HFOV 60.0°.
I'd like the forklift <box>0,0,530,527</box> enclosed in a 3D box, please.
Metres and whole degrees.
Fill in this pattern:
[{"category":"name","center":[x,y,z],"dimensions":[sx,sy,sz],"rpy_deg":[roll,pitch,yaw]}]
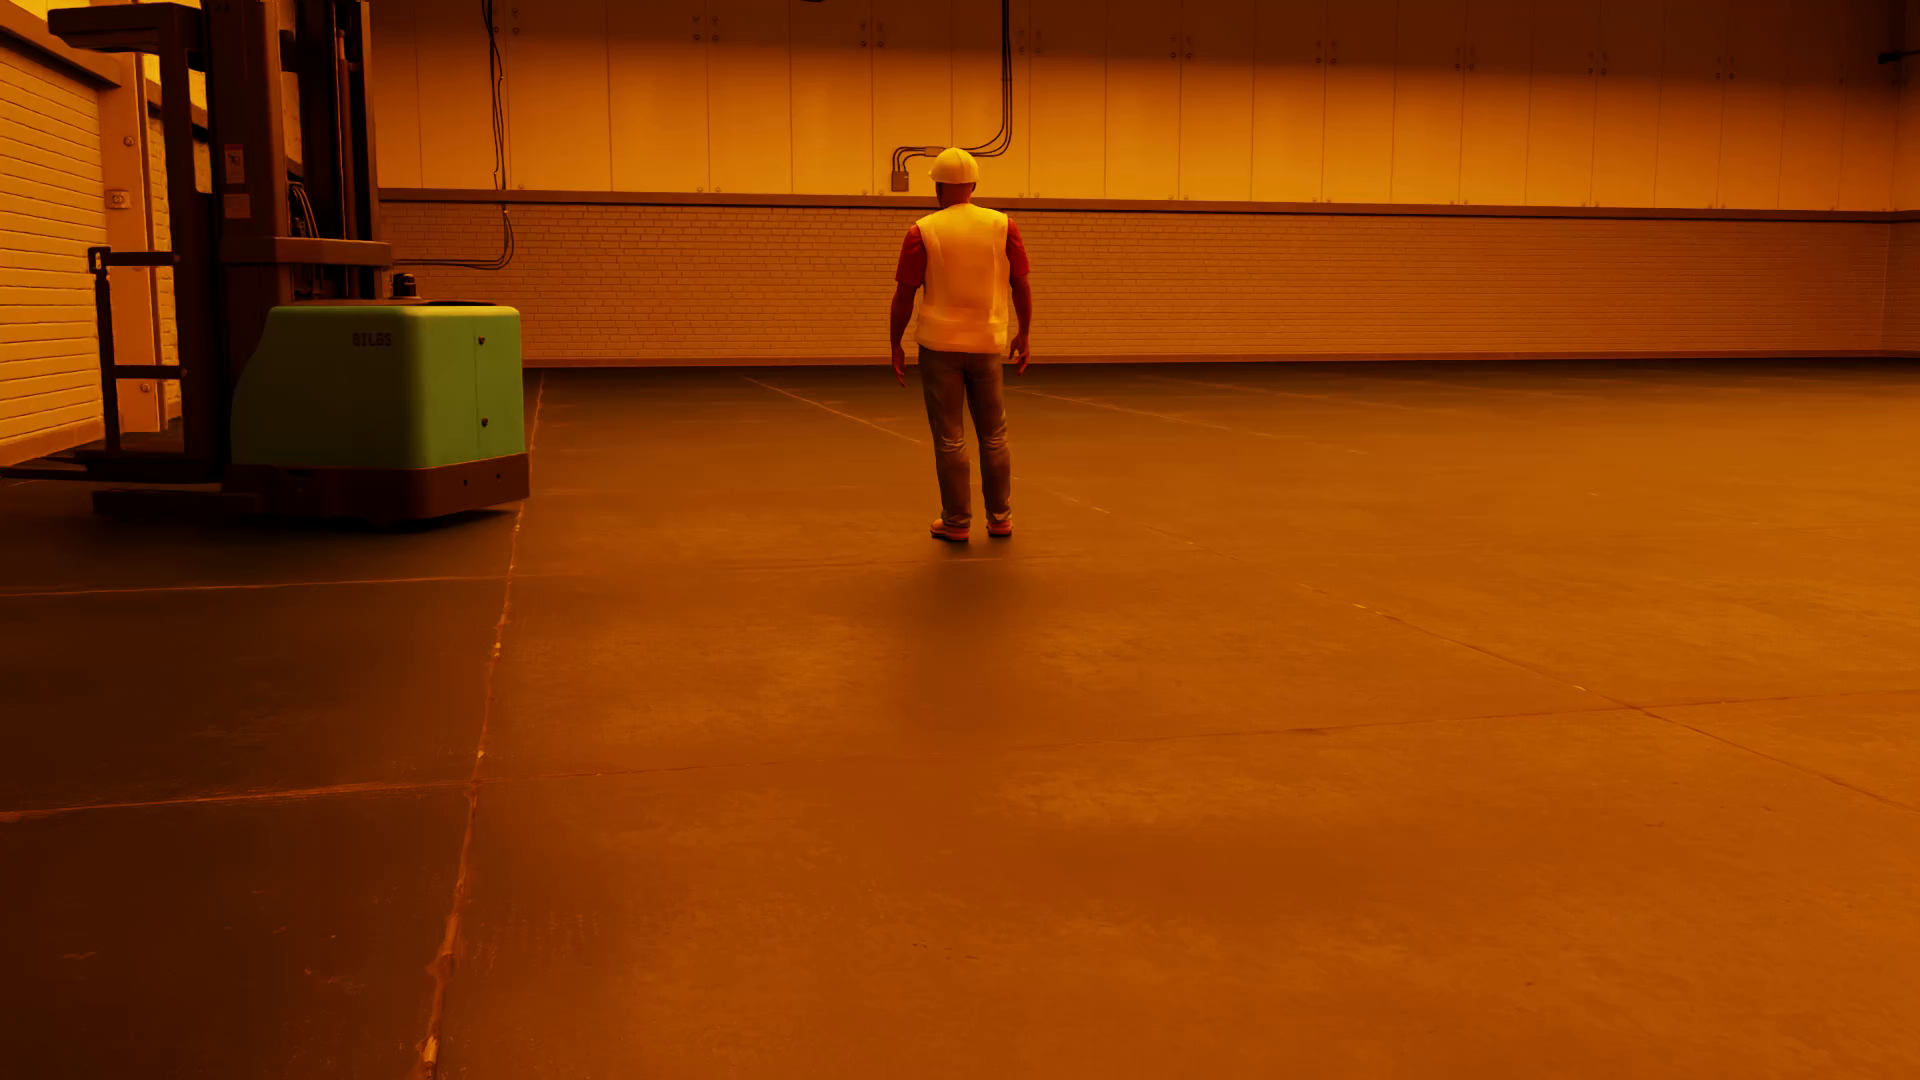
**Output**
[{"category":"forklift","center":[-3.850,-1.602,8.580],"dimensions":[3.031,2.935,1.130],"rpy_deg":[2,8,16]}]

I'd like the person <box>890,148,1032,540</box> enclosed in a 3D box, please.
[{"category":"person","center":[-0.012,-0.891,7.653],"dimensions":[0.666,1.768,0.575],"rpy_deg":[-2,8,-13]}]
